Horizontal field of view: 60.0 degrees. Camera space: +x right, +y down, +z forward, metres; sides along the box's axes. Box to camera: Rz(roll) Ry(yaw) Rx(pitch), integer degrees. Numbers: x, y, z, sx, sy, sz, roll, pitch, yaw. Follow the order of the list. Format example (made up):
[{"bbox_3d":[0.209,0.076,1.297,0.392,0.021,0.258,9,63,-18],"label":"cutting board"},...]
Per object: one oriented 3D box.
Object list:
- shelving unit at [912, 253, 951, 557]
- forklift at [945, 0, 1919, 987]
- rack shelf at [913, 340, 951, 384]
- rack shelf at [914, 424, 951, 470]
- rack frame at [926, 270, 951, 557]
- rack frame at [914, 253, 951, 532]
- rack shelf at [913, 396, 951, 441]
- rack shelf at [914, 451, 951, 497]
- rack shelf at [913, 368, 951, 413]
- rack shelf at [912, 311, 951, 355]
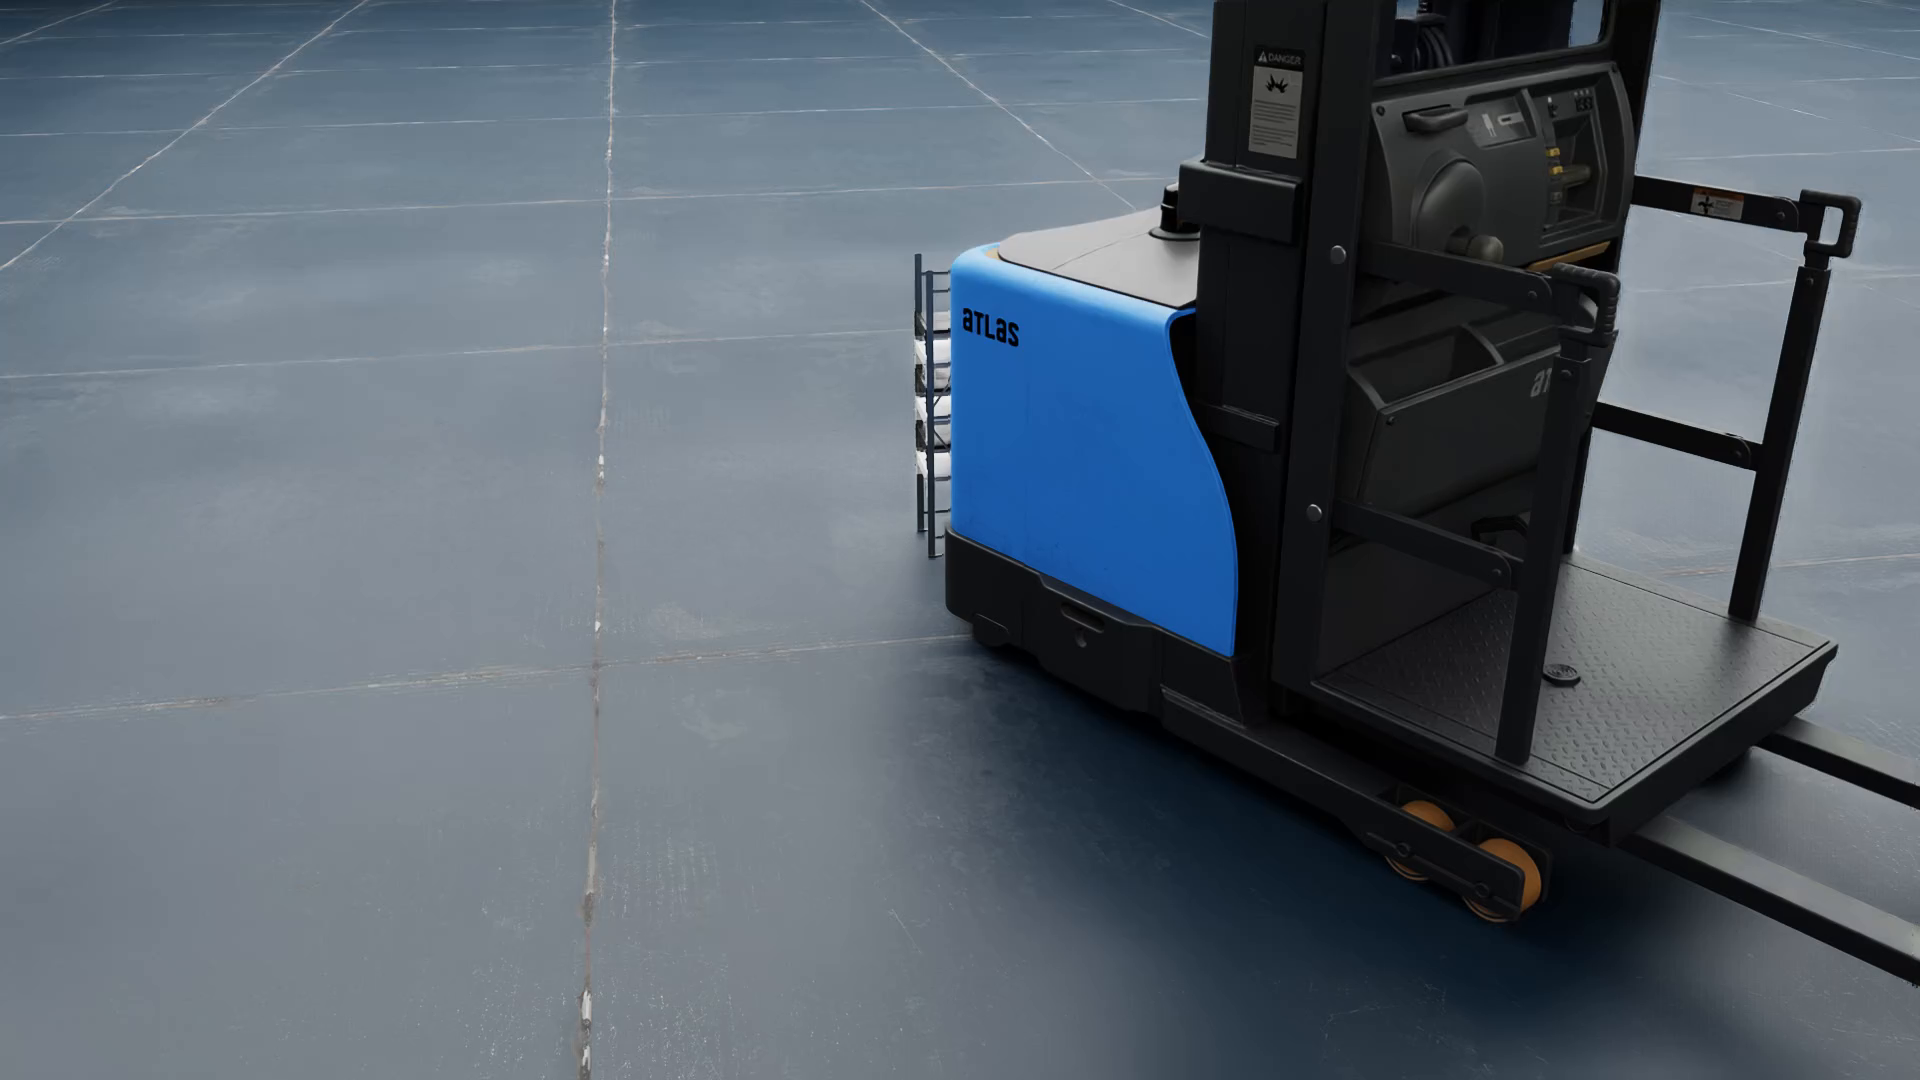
[{"bbox_3d":[0.001,-0.409,5.063,0.258,0.900,0.210,-4,24,-10],"label":"shelving unit"},{"bbox_3d":[1.306,-0.783,3.381,1.130,2.935,3.031,-19,30,-37],"label":"forklift"},{"bbox_3d":[0.001,-0.544,5.004,0.258,0.077,0.200,-4,24,-10],"label":"rack shelf"},{"bbox_3d":[0.001,-0.296,5.112,0.258,0.077,0.200,-4,24,-10],"label":"rack shelf"},{"bbox_3d":[0.020,-0.369,4.971,0.240,0.900,0.006,-4,24,-10],"label":"rack frame"},{"bbox_3d":[-0.017,-0.449,5.154,0.240,0.900,0.006,-4,24,-10],"label":"rack frame"},{"bbox_3d":[0.001,-0.379,5.076,0.258,0.077,0.200,-4,24,-10],"label":"rack shelf"},{"bbox_3d":[0.001,-0.214,5.148,0.258,0.077,0.200,-4,24,-10],"label":"rack shelf"},{"bbox_3d":[0.001,-0.461,5.040,0.258,0.077,0.200,-4,24,-10],"label":"rack shelf"},{"bbox_3d":[0.001,-0.626,4.968,0.258,0.077,0.200,-4,24,-10],"label":"rack shelf"}]
